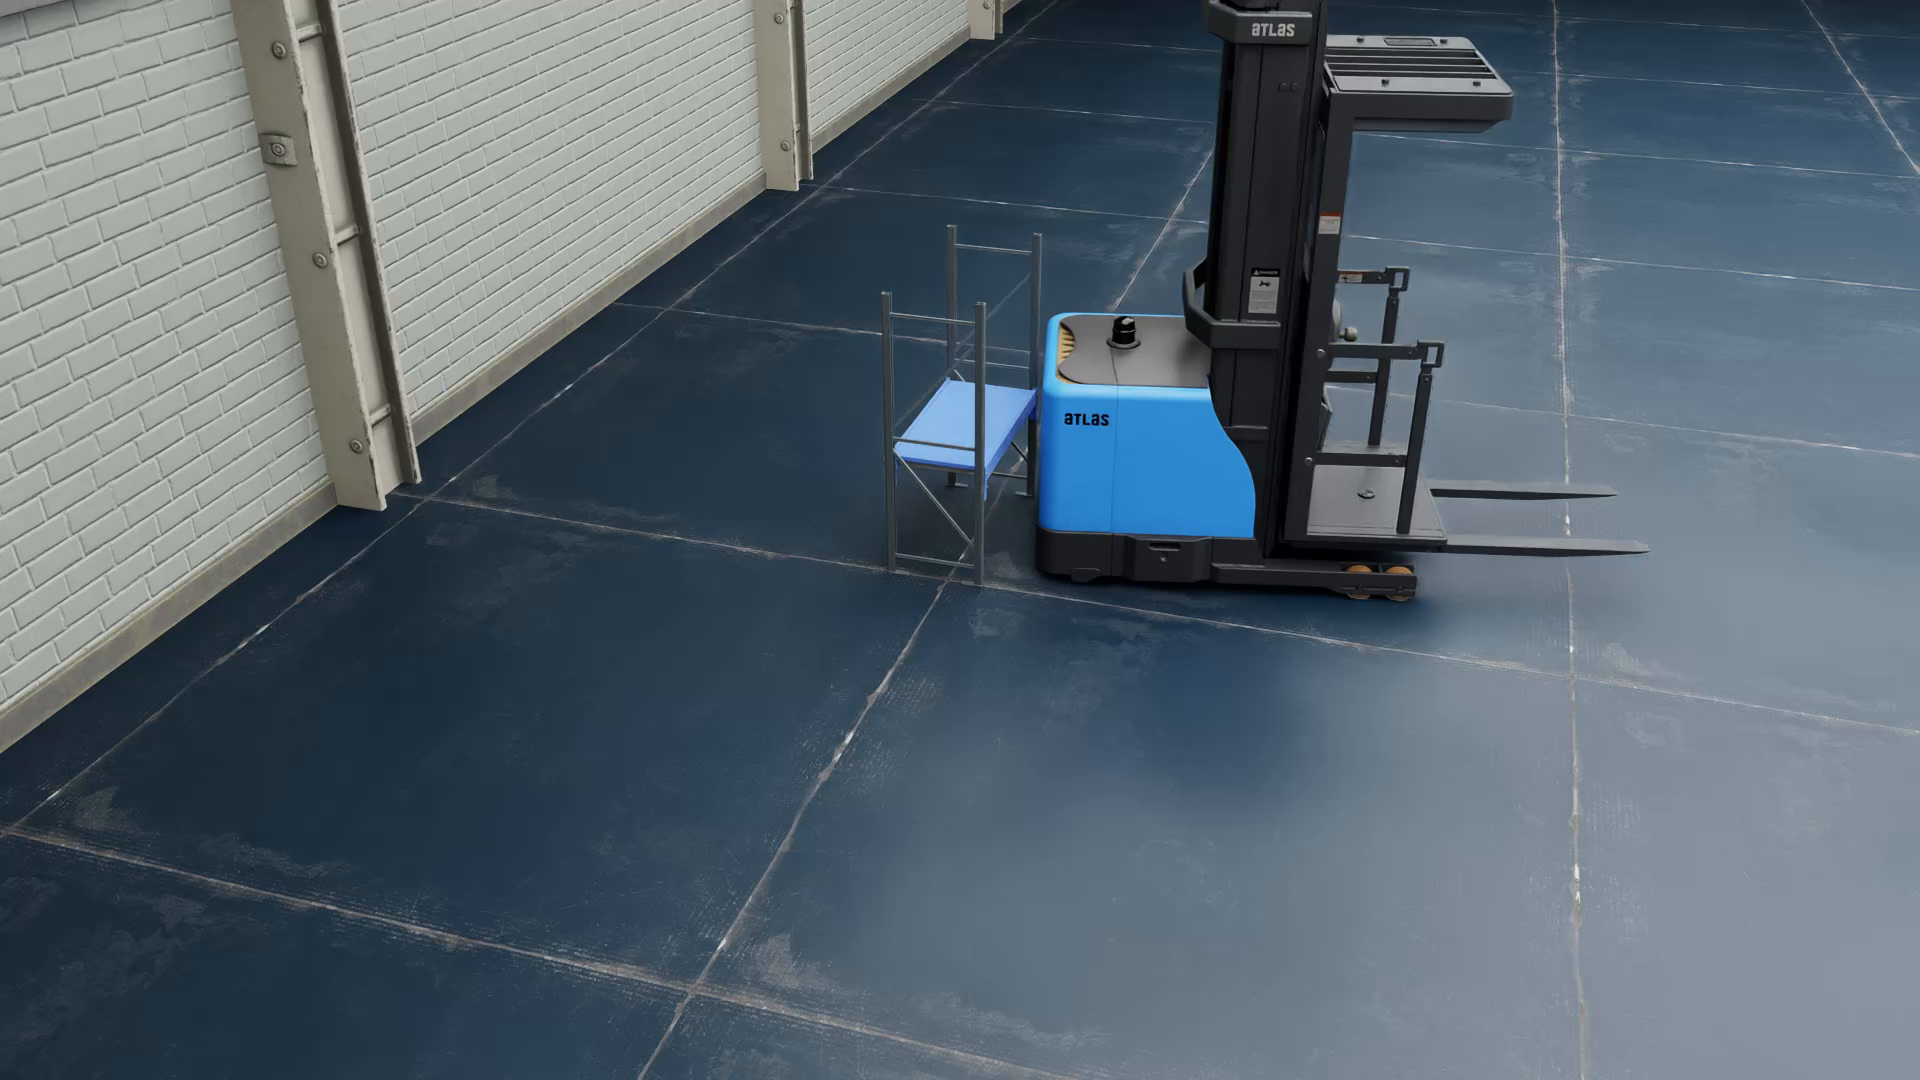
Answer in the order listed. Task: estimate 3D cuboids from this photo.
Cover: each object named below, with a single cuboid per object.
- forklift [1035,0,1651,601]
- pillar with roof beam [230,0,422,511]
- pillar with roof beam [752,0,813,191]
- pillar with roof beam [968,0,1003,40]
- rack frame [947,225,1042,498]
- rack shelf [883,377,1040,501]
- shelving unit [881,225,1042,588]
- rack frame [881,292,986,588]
[{"bbox_3d":[1.922,-1.250,7.982,3.031,2.935,1.130,2,29,4],"label":"forklift"},{"bbox_3d":[0.883,-3.589,5.945,9.100,9.000,0.400,8,30,15],"label":"pillar with roof beam"},{"bbox_3d":[2.644,-6.377,10.957,9.100,9.000,0.400,8,30,15],"label":"pillar with roof beam"},{"bbox_3d":[4.405,-9.166,15.969,9.100,9.000,0.400,8,30,15],"label":"pillar with roof beam"},{"bbox_3d":[0.174,-0.931,8.881,0.500,1.500,0.032,8,30,15],"label":"rack frame"},{"bbox_3d":[0.025,-0.538,8.544,0.538,0.185,1.000,8,30,15],"label":"rack shelf"},{"bbox_3d":[0.025,-0.695,8.457,0.538,1.500,1.048,8,30,15],"label":"shelving unit"},{"bbox_3d":[-0.124,-0.459,8.032,0.500,1.500,0.032,8,30,15],"label":"rack frame"}]
